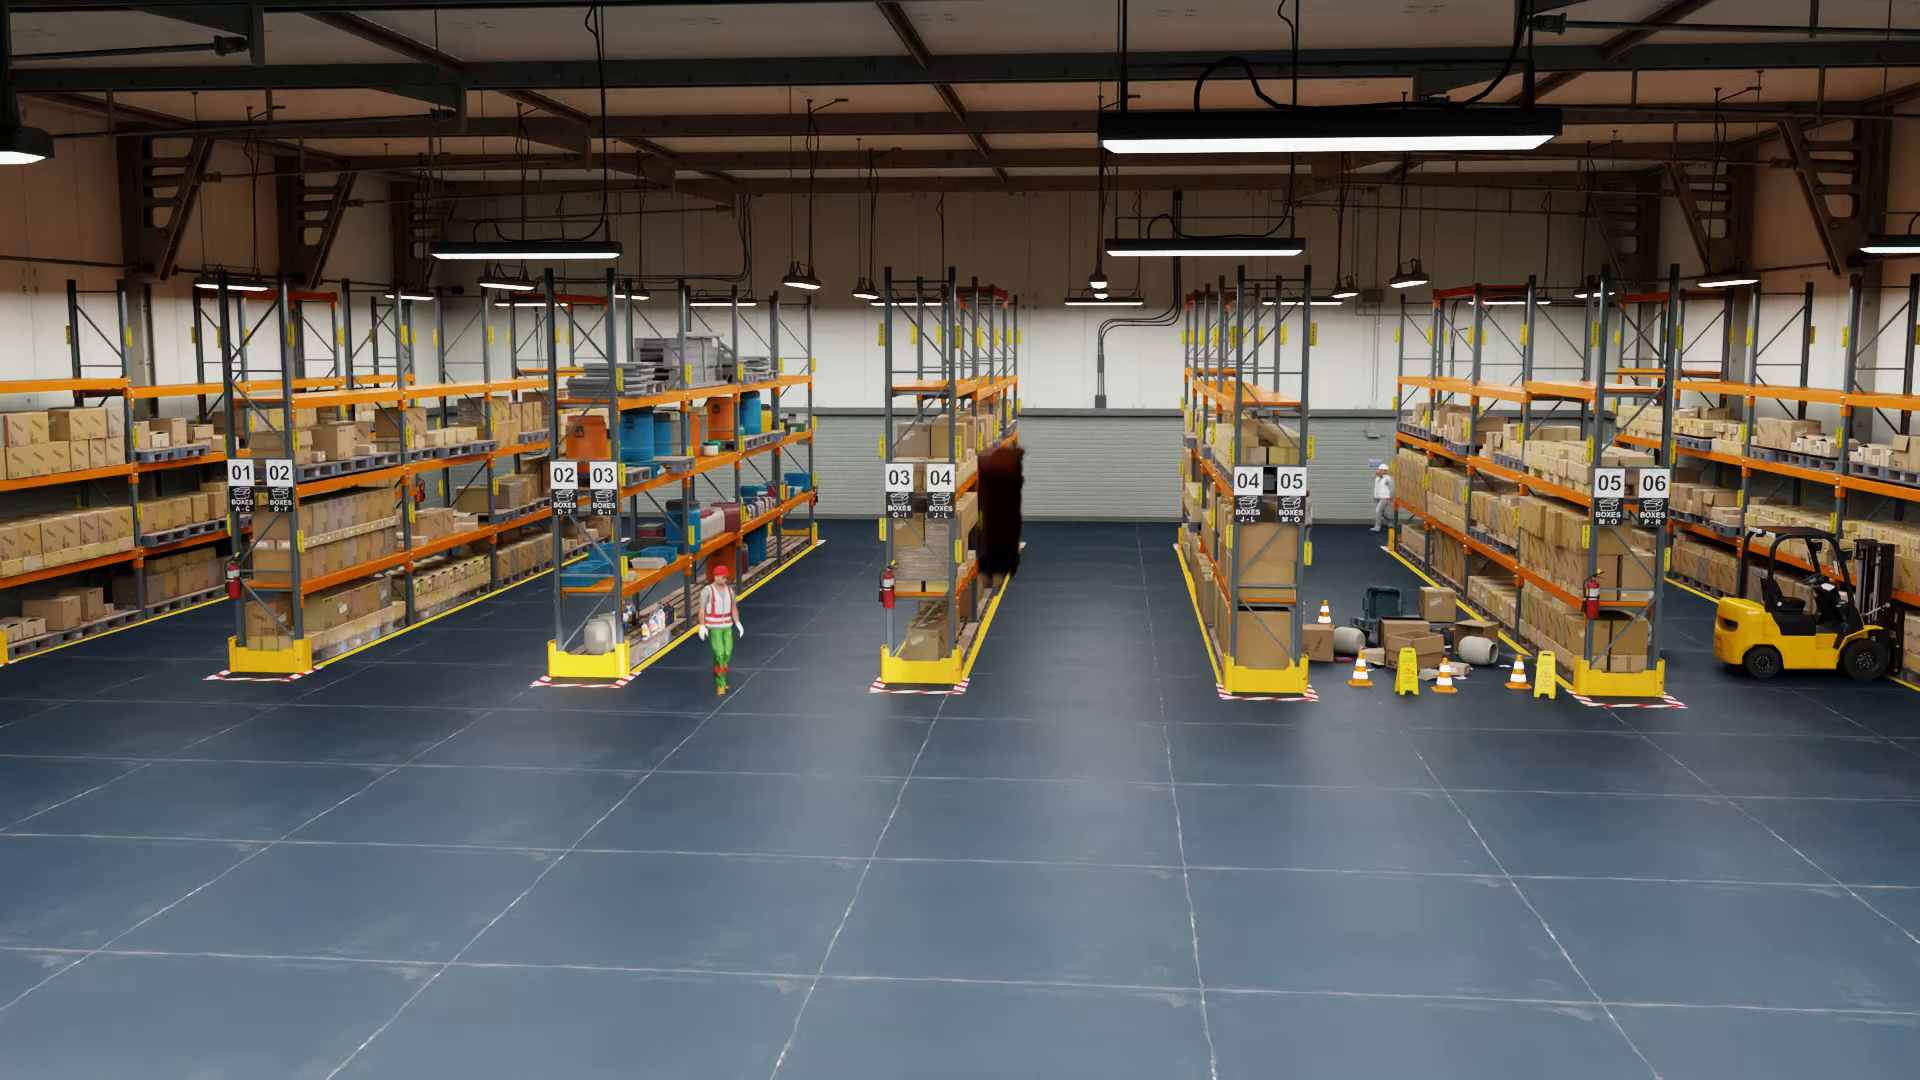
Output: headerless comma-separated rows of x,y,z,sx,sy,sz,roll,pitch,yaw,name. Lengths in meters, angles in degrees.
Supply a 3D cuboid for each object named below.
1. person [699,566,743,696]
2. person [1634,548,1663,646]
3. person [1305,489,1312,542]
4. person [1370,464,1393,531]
-3.371,1.288,23.525,0.570,1.846,0.509,-6,9,-40,person
11.272,0.934,27.150,0.489,1.579,0.700,-1,7,-6,person
7.806,-0.357,37.683,0.446,1.612,0.372,-4,8,-33,person
10.988,-1.104,43.112,0.919,1.745,0.527,-3,8,-23,person
